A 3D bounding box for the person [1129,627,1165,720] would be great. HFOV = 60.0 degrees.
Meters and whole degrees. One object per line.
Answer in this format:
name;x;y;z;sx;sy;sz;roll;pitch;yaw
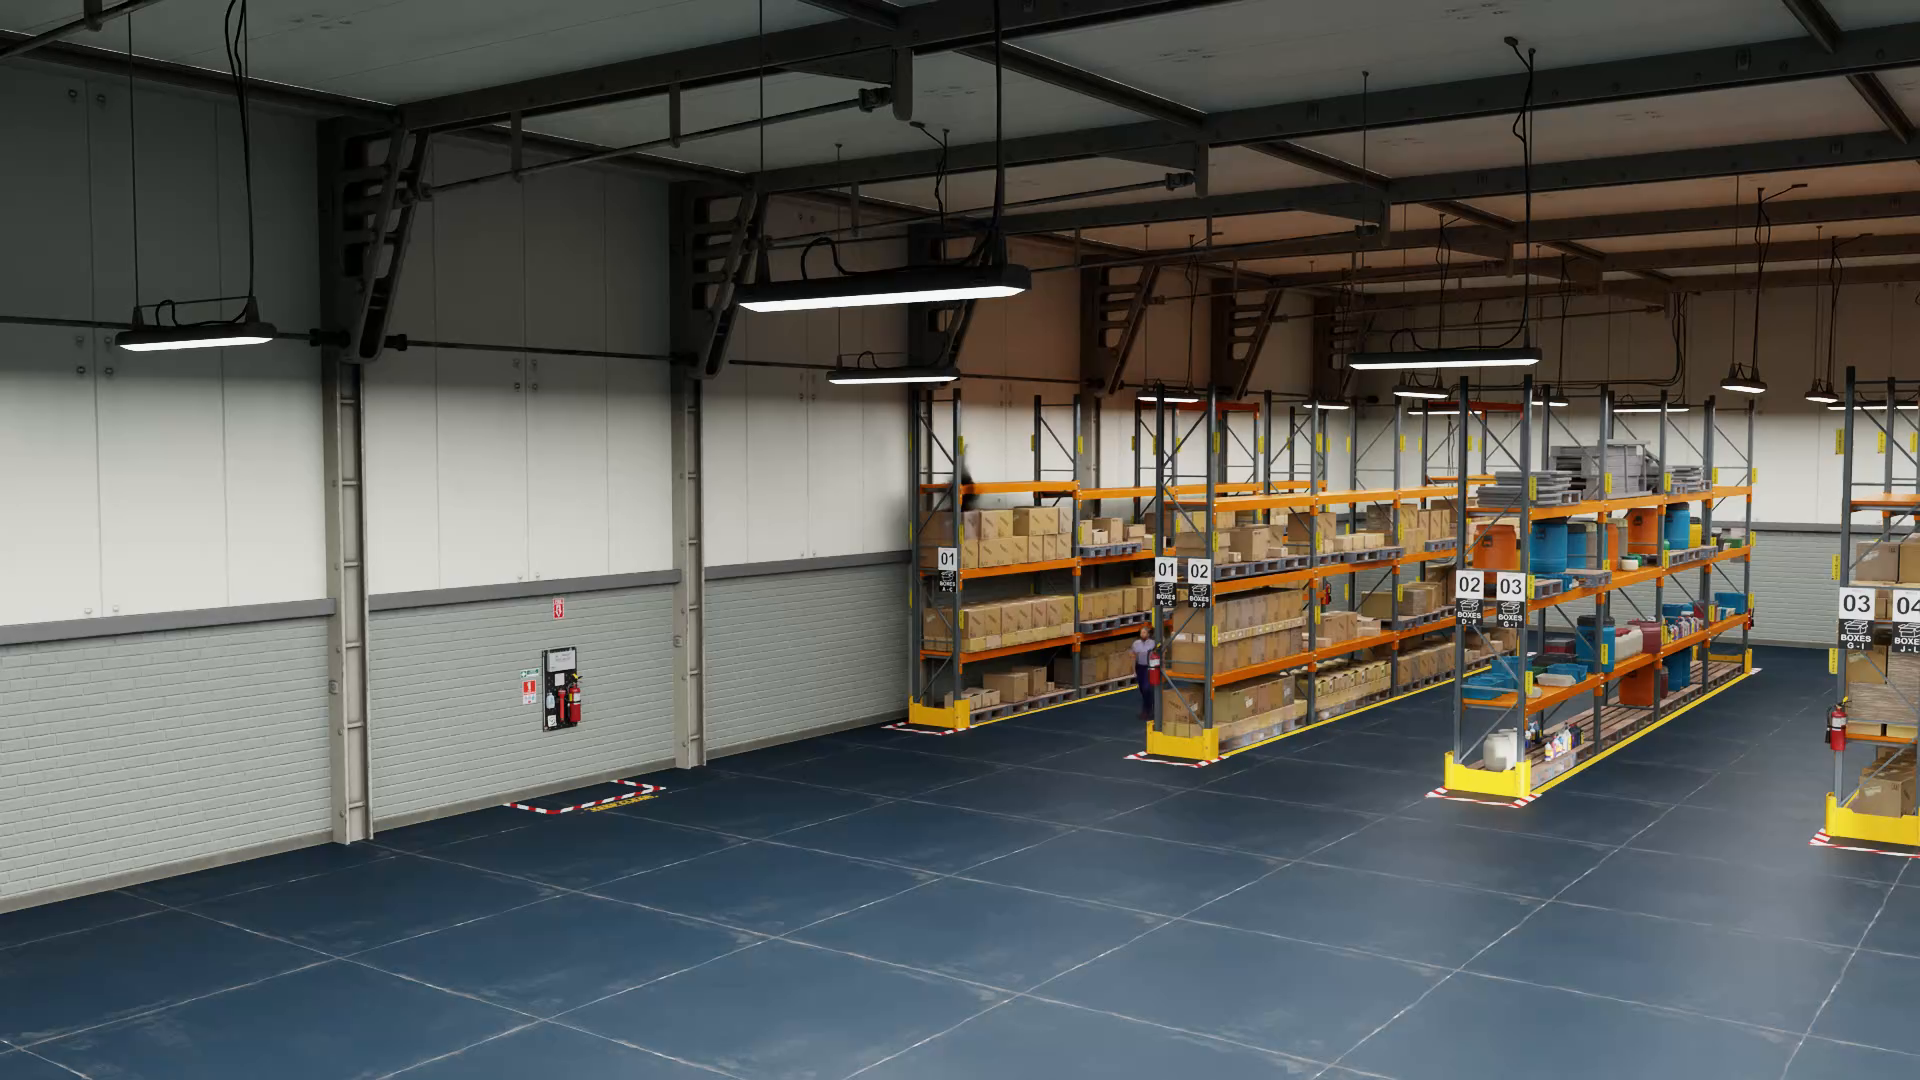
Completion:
person;3.421;2.443;30.598;0.584;1.693;0.839;2;4;29
